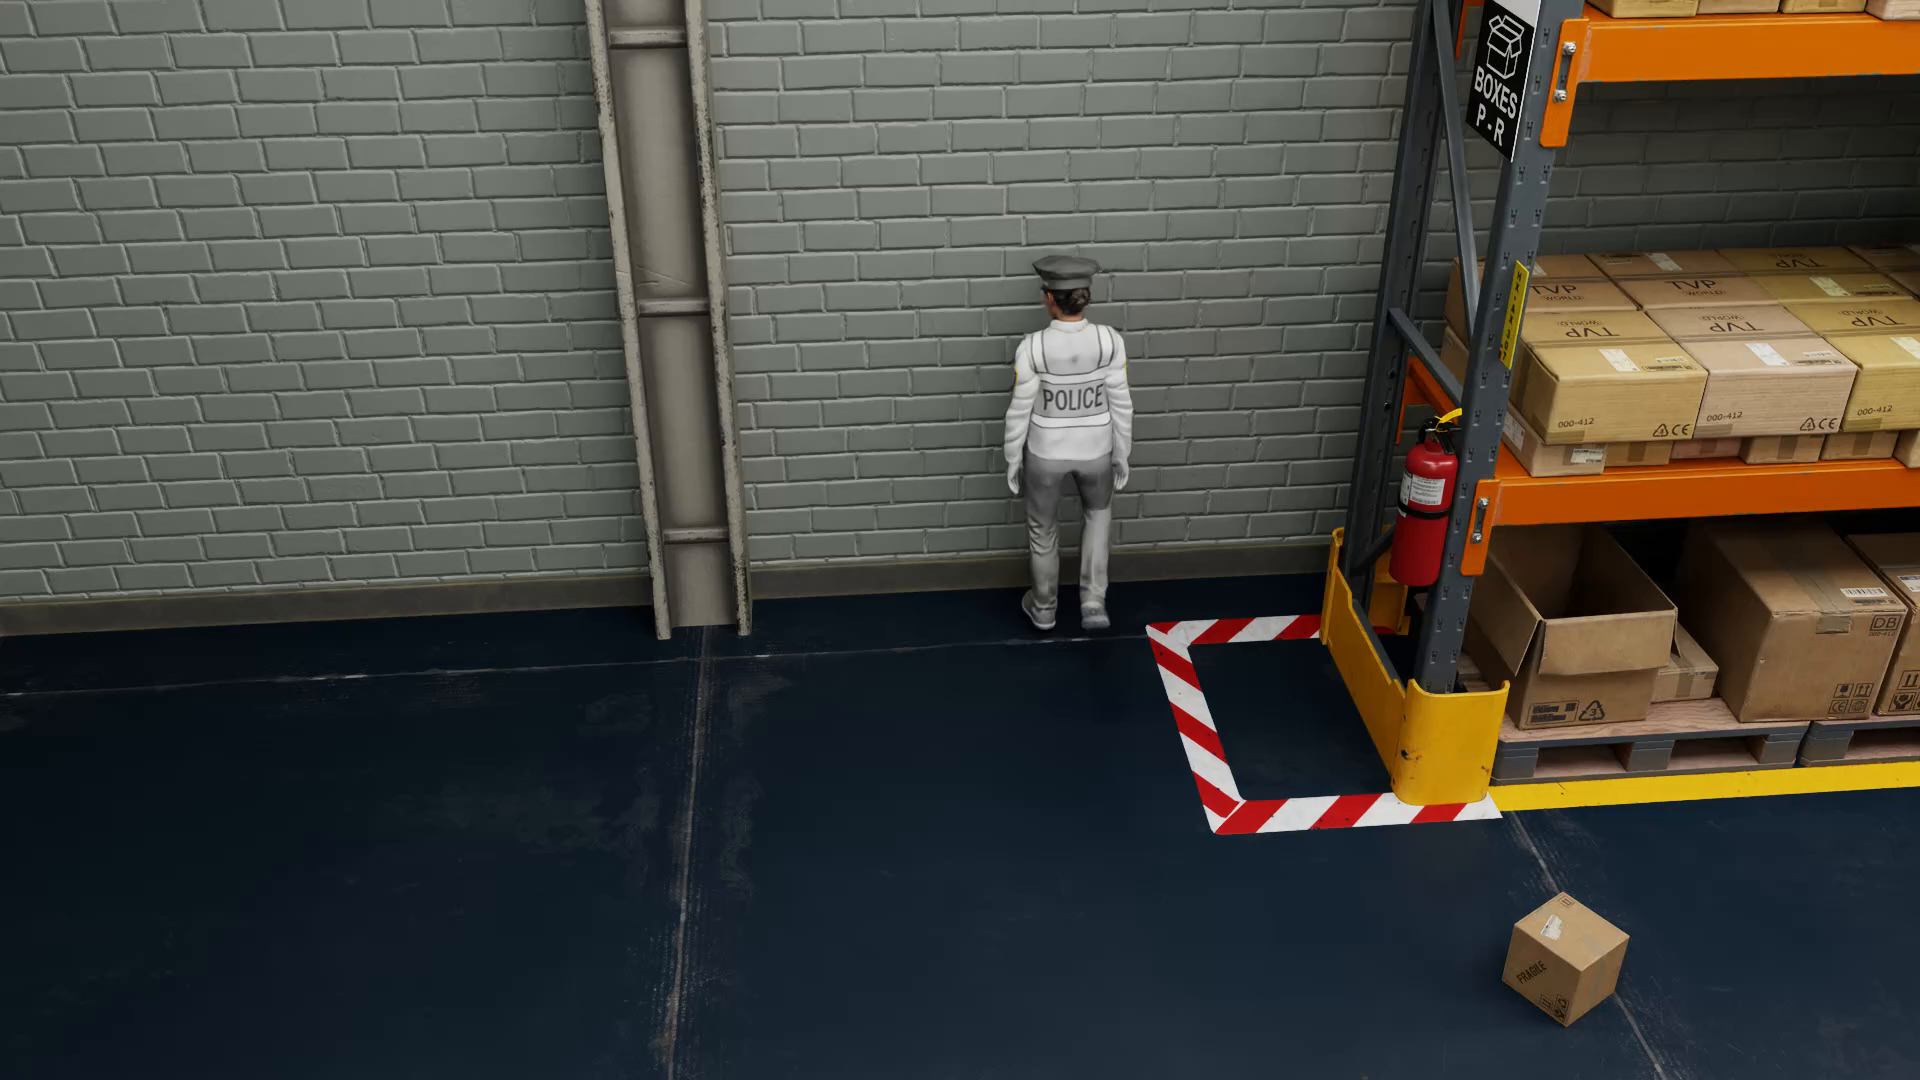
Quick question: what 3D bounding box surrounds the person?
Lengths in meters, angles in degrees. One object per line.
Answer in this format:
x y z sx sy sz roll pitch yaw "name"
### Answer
12.755 0.596 1.087 23.686 5.853 13.965 -4 31 -6 "person"
